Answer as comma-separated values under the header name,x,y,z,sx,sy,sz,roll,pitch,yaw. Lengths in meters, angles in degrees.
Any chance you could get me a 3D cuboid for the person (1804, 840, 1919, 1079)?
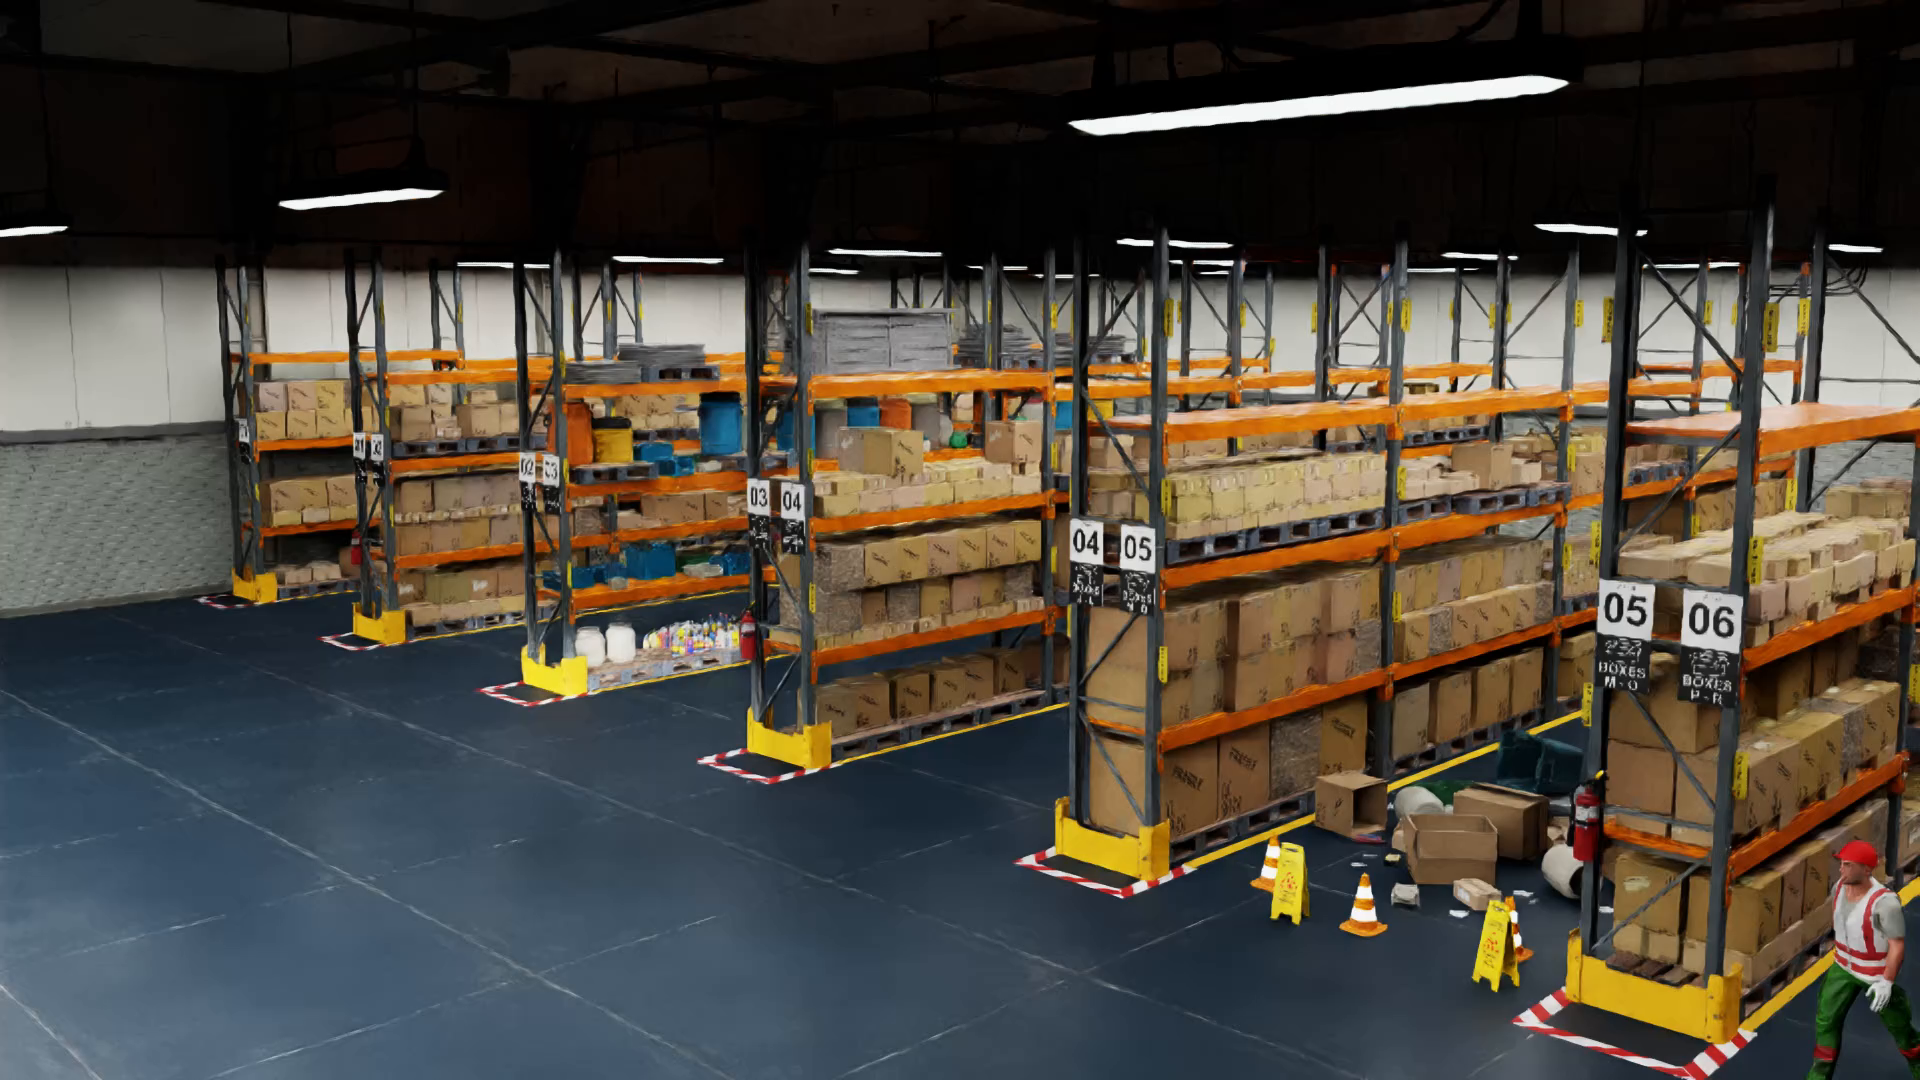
name,x,y,z,sx,sy,sz,roll,pitch,yaw
person,5.895,2.795,10.797,0.994,1.755,0.603,-3,9,-20
